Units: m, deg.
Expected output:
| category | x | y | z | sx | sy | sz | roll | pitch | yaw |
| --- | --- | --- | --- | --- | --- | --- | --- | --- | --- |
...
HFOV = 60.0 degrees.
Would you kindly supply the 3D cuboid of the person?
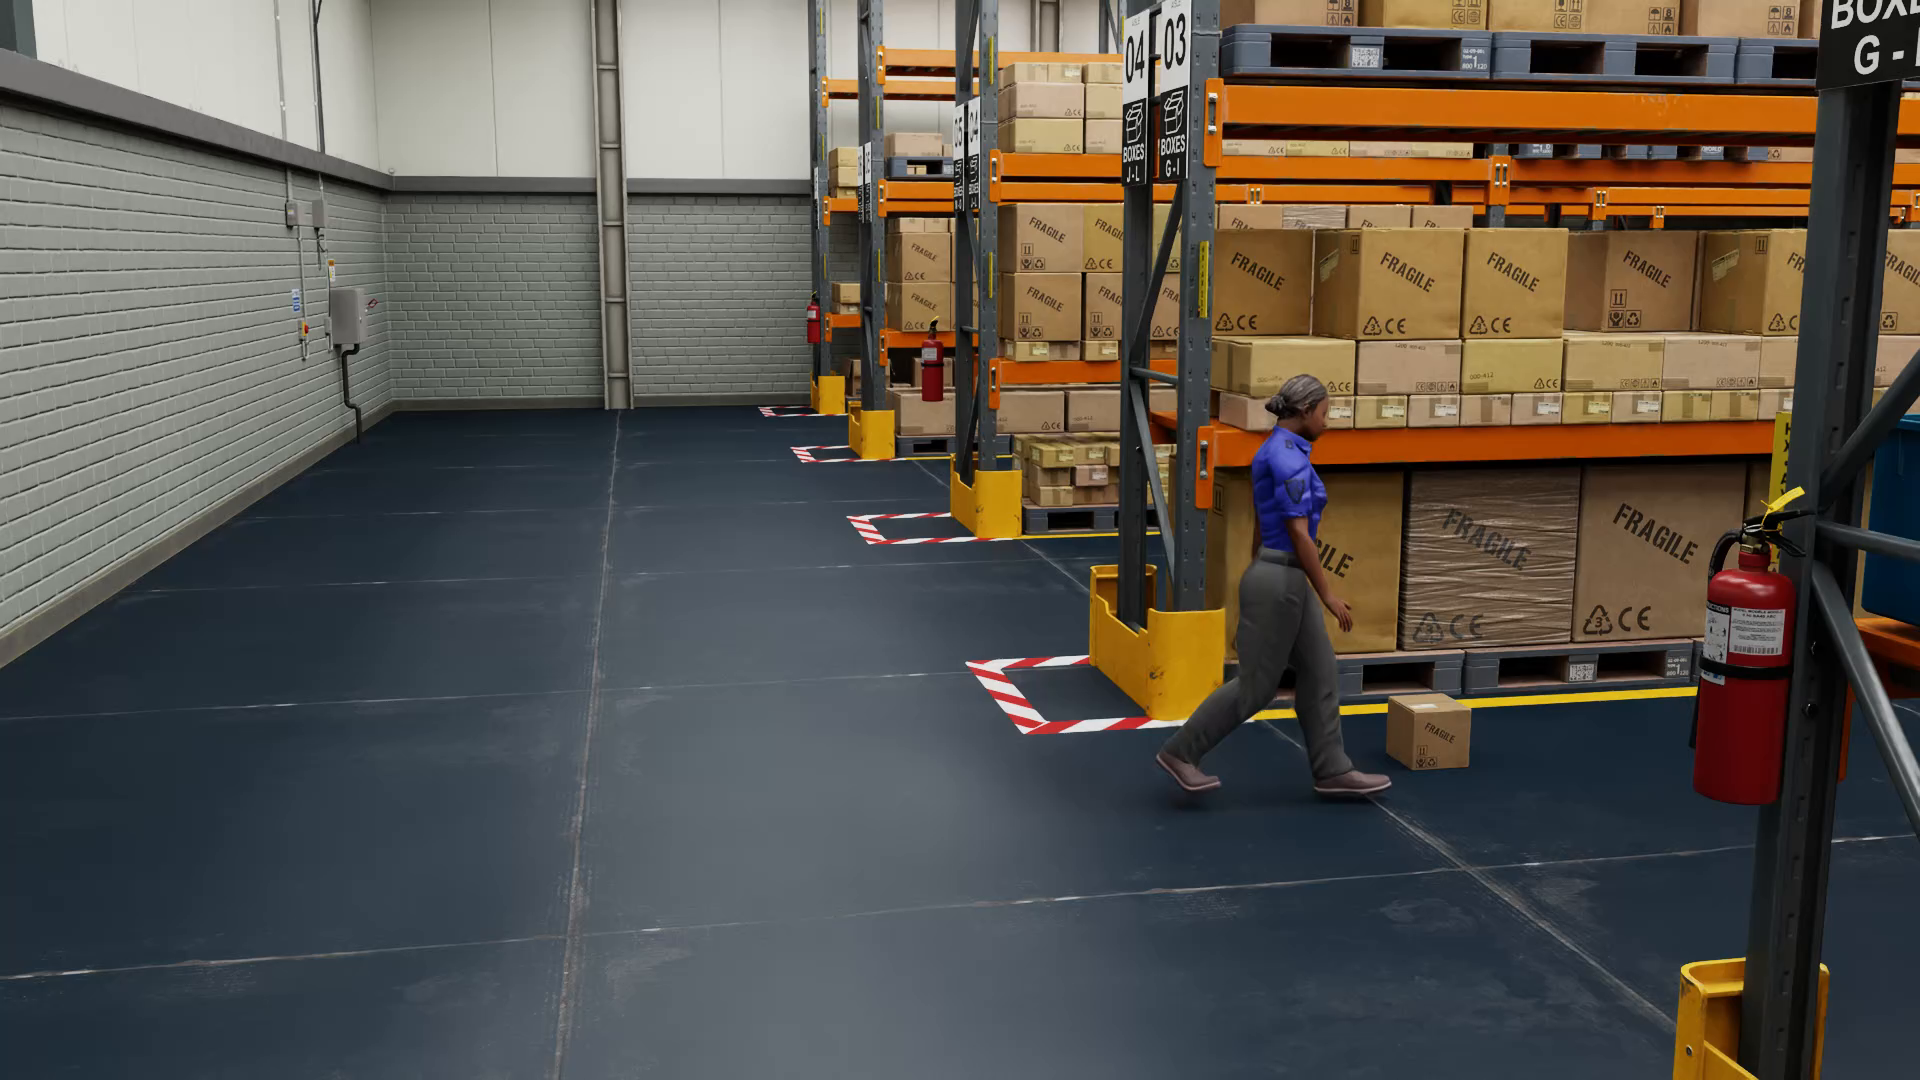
| category | x | y | z | sx | sy | sz | roll | pitch | yaw |
| --- | --- | --- | --- | --- | --- | --- | --- | --- | --- |
| person | 1.207 | 0.187 | 6.283 | 0.902 | 1.617 | 0.481 | 2 | 10 | 10 |
